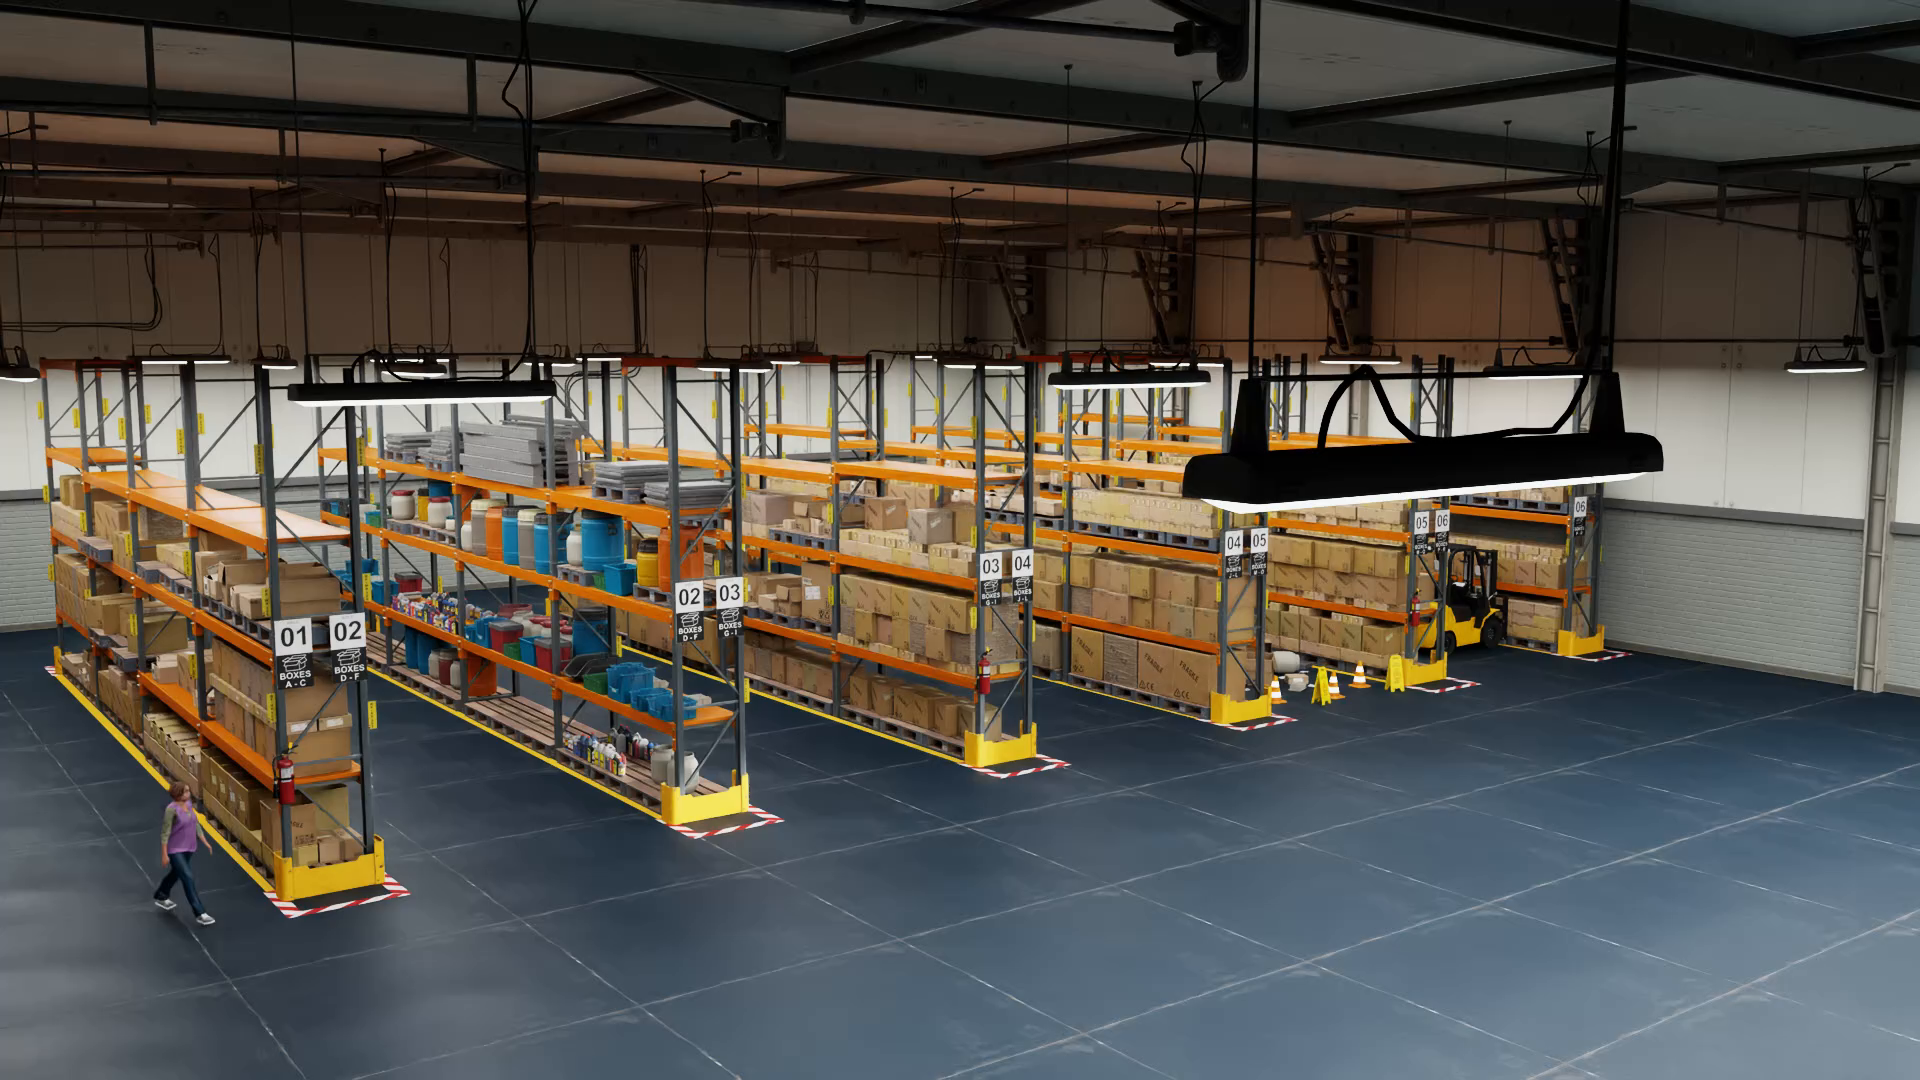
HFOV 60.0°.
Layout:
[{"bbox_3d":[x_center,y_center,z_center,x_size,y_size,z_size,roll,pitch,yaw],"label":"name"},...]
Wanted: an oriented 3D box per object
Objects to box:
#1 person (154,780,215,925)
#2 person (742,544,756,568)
[{"bbox_3d":[-8.492,3.361,18.157,1.024,1.513,0.486,3,7,22],"label":"person"},{"bbox_3d":[-5.366,0.473,41.568,0.875,1.741,0.538,-5,9,-37],"label":"person"}]
